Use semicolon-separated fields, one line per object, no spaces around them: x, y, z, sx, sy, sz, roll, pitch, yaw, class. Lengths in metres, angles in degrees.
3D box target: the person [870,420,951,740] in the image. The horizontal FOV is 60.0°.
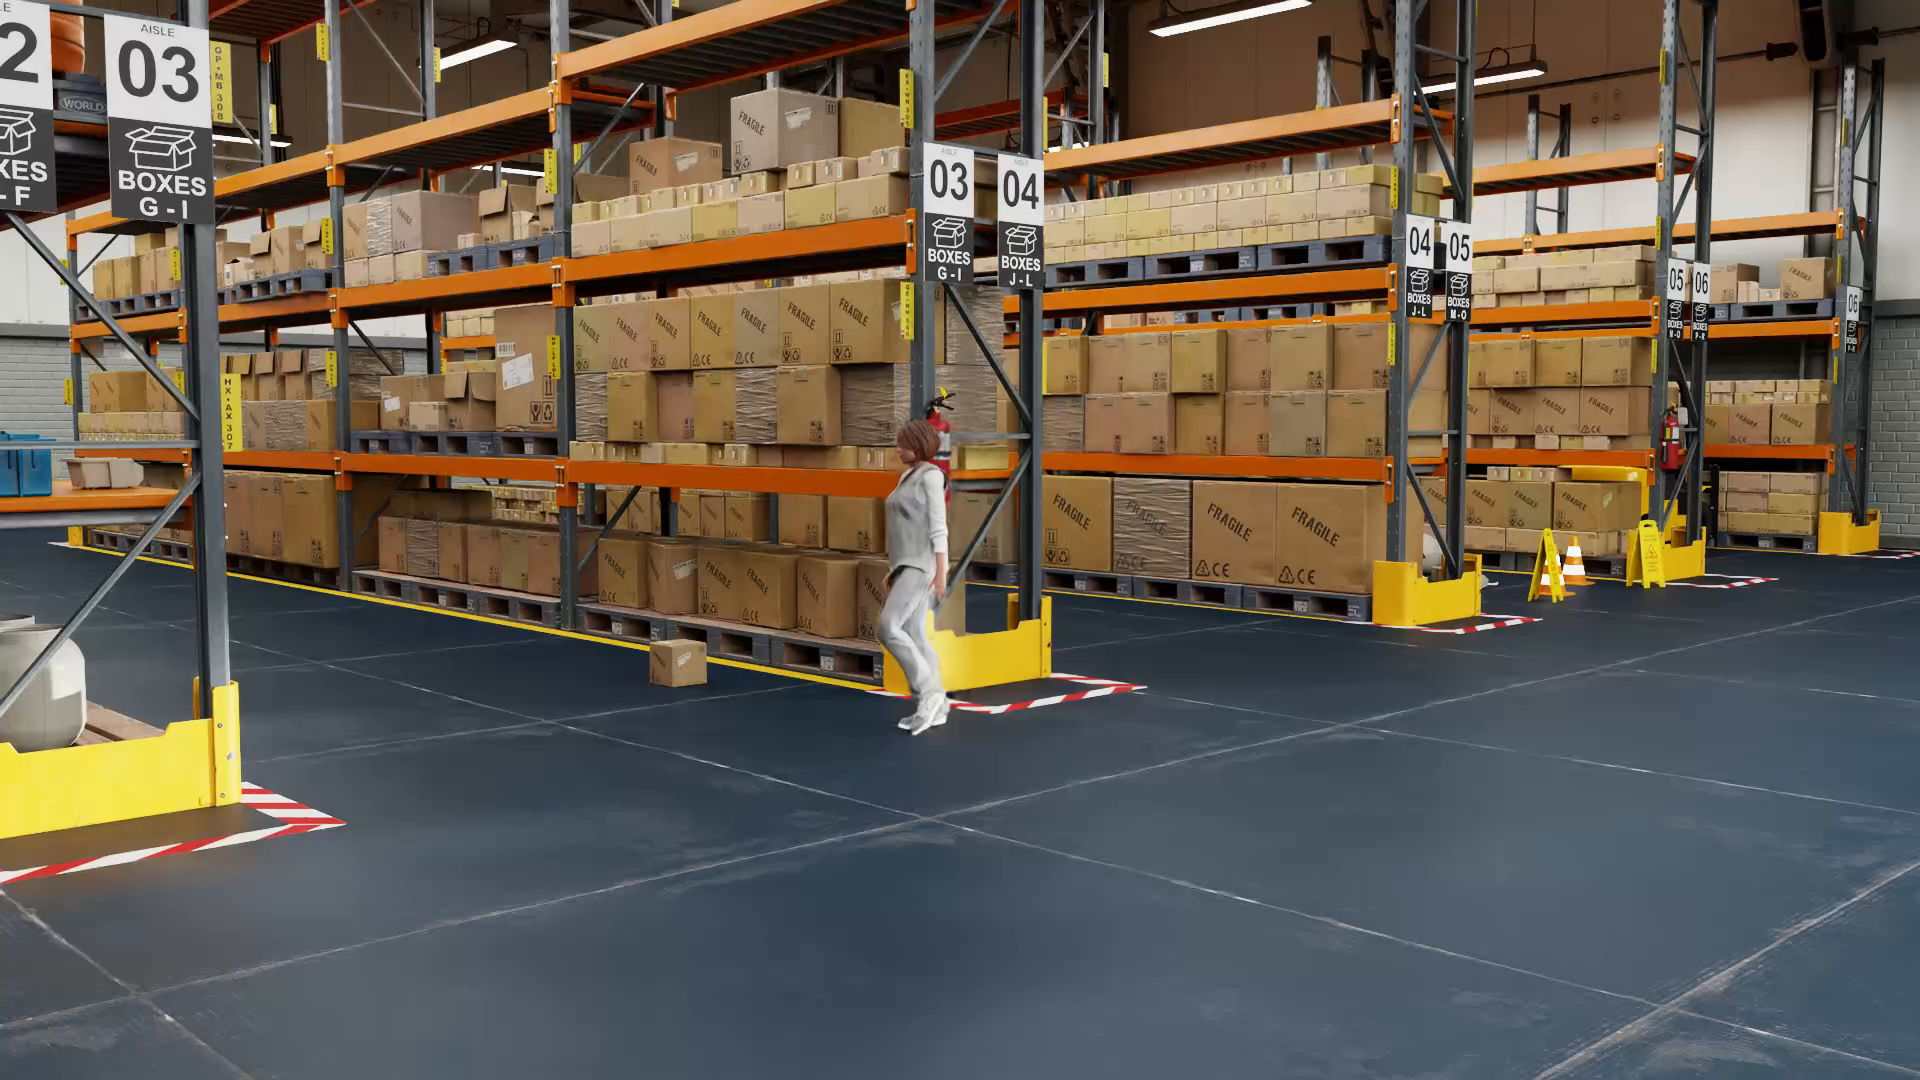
-0.268;0.188;8.533;0.443;1.603;0.495;-1;4;-16;person
